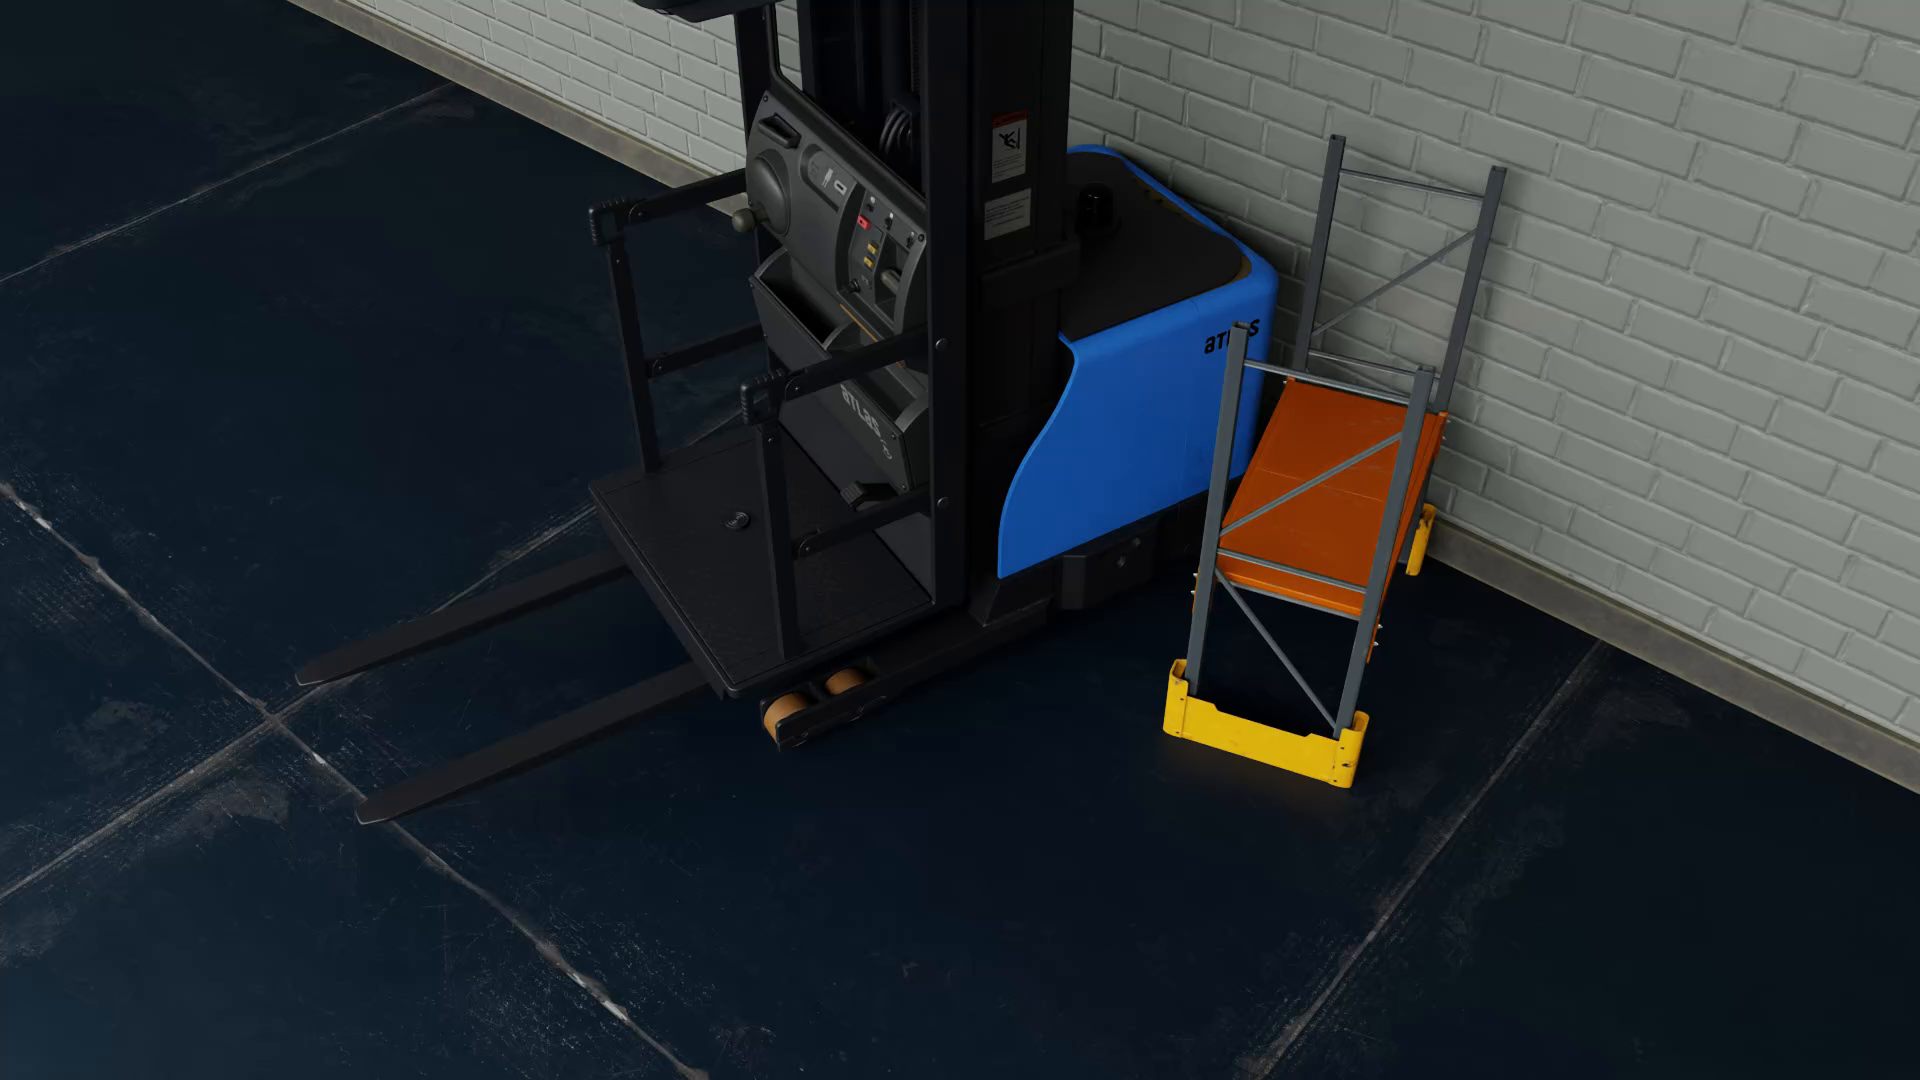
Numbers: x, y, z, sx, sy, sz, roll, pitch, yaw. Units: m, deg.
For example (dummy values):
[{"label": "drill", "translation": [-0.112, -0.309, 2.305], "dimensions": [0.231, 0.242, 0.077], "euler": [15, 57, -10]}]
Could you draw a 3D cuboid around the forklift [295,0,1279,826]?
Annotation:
[{"label": "forklift", "translation": [-0.530, -0.864, 4.522], "dimensions": [3.031, 2.935, 1.130], "euler": [-23, 47, -23]}]

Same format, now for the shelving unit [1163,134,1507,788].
[{"label": "shelving unit", "translation": [1.099, -0.224, 4.882], "dimensions": [0.587, 1.500, 1.083], "euler": [16, 45, 17]}]

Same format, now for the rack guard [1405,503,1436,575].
[{"label": "rack guard", "translation": [1.293, -0.070, 5.642], "dimensions": [0.587, 0.250, 0.087], "euler": [16, 45, 17]}]

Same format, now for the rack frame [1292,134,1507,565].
[{"label": "rack frame", "translation": [1.301, -0.545, 5.234], "dimensions": [0.500, 1.500, 0.032], "euler": [16, 45, 17]}]

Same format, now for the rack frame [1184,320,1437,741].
[{"label": "rack frame", "translation": [0.904, 0.085, 4.542], "dimensions": [0.500, 1.500, 0.032], "euler": [16, 45, 17]}]

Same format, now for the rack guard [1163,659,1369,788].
[{"label": "rack guard", "translation": [0.904, 0.546, 4.963], "dimensions": [0.587, 0.250, 0.087], "euler": [16, 45, 17]}]

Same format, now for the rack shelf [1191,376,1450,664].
[{"label": "rack shelf", "translation": [1.102, -0.097, 5.009], "dimensions": [0.538, 0.185, 1.000], "euler": [16, 45, 17]}]
